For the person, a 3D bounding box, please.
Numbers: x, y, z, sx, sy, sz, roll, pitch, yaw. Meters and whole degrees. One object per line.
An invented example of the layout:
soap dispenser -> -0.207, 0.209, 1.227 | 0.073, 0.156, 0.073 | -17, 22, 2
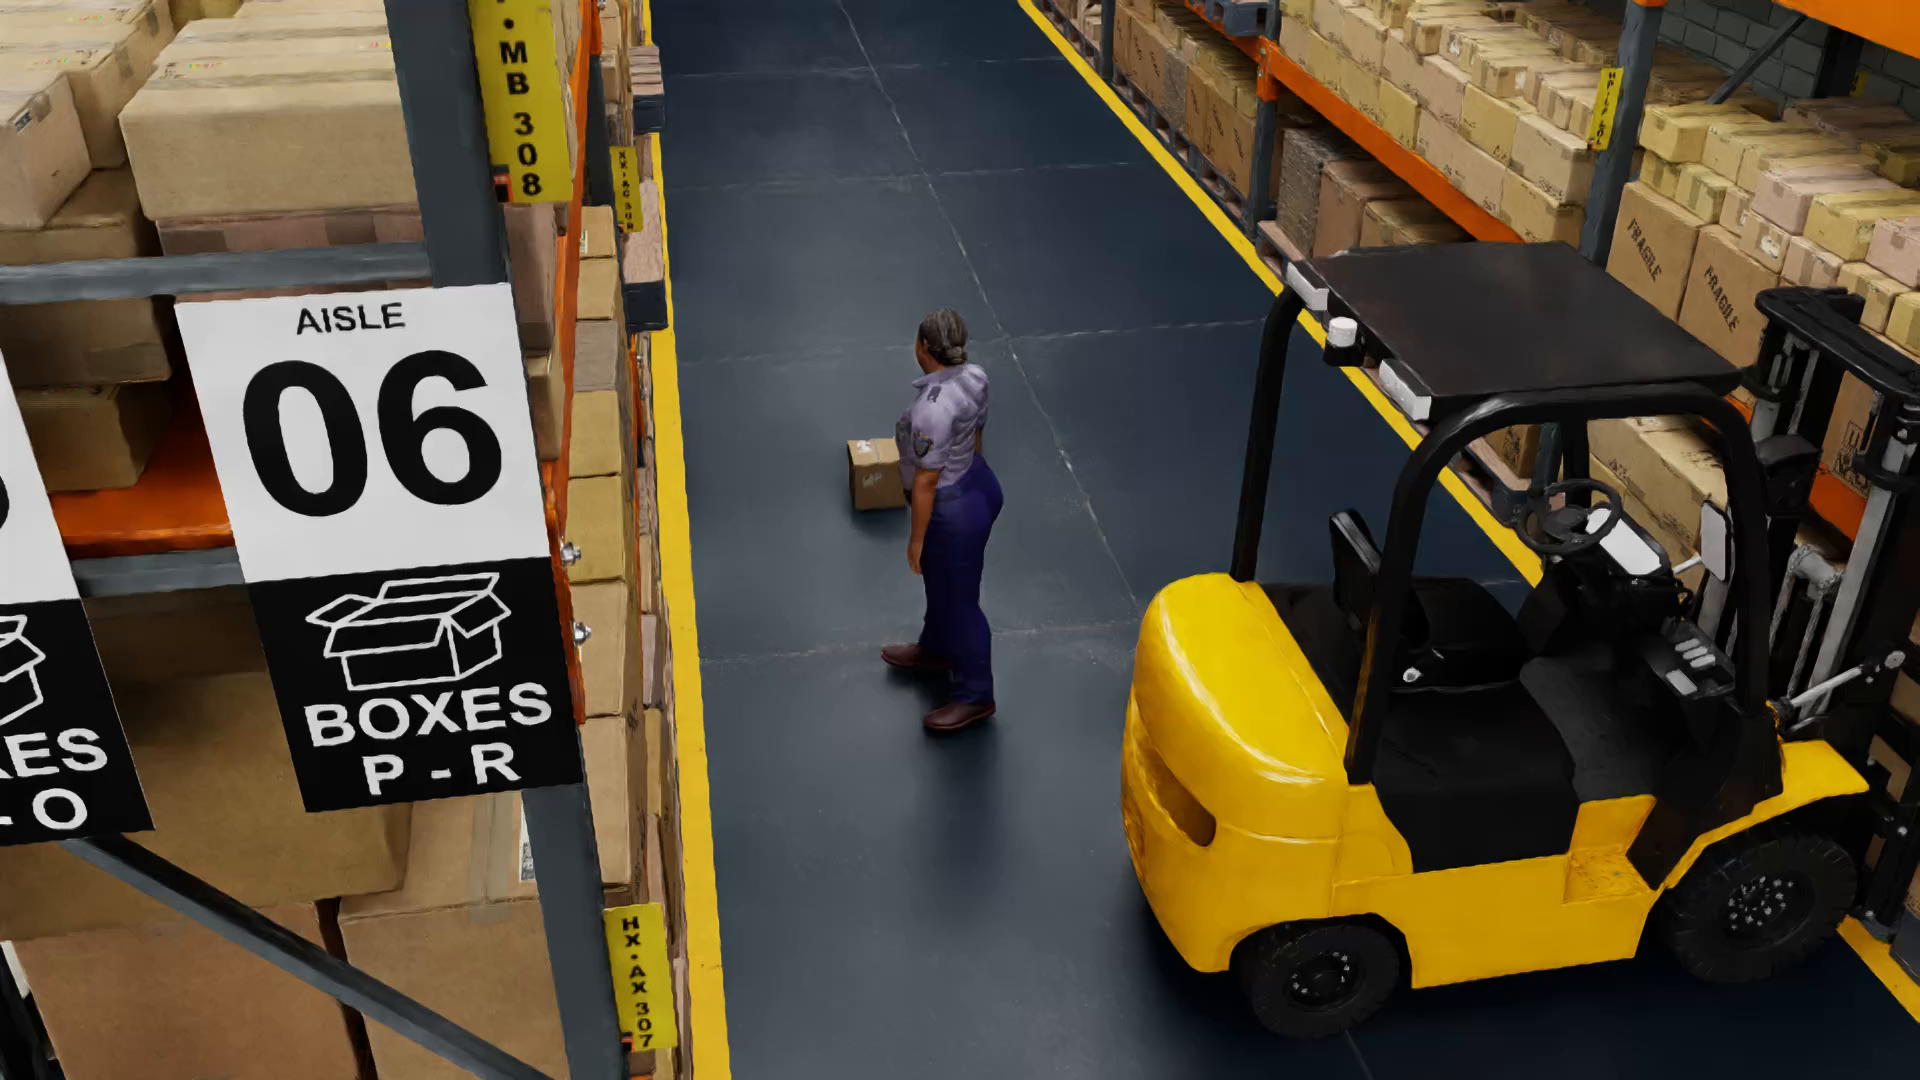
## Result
person -> -0.088, -0.106, 6.296 | 0.544, 1.634, 0.583 | 9, 32, 14
